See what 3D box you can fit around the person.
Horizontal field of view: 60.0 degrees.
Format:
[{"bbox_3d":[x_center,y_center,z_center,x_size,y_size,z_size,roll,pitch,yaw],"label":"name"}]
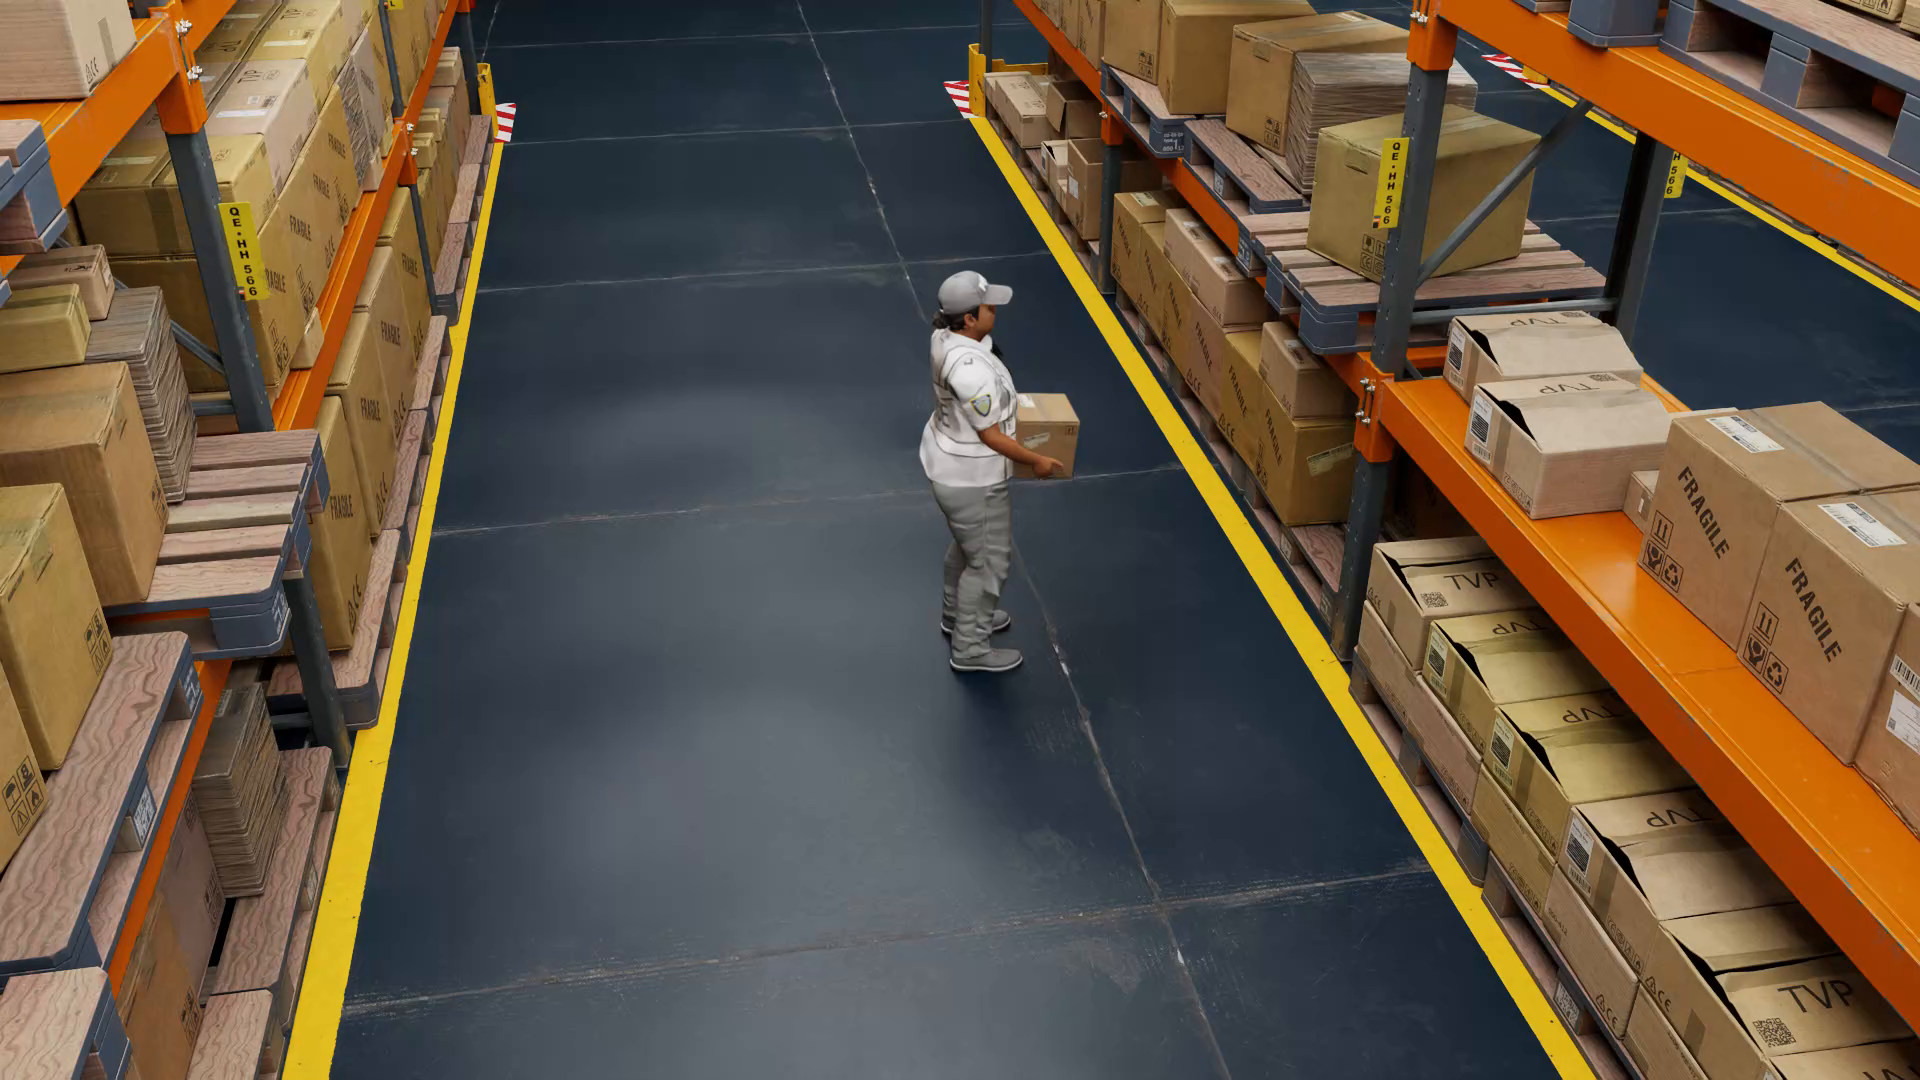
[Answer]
[{"bbox_3d":[0.115,-0.278,6.592,0.536,1.664,0.471,-5,31,-9],"label":"person"}]
